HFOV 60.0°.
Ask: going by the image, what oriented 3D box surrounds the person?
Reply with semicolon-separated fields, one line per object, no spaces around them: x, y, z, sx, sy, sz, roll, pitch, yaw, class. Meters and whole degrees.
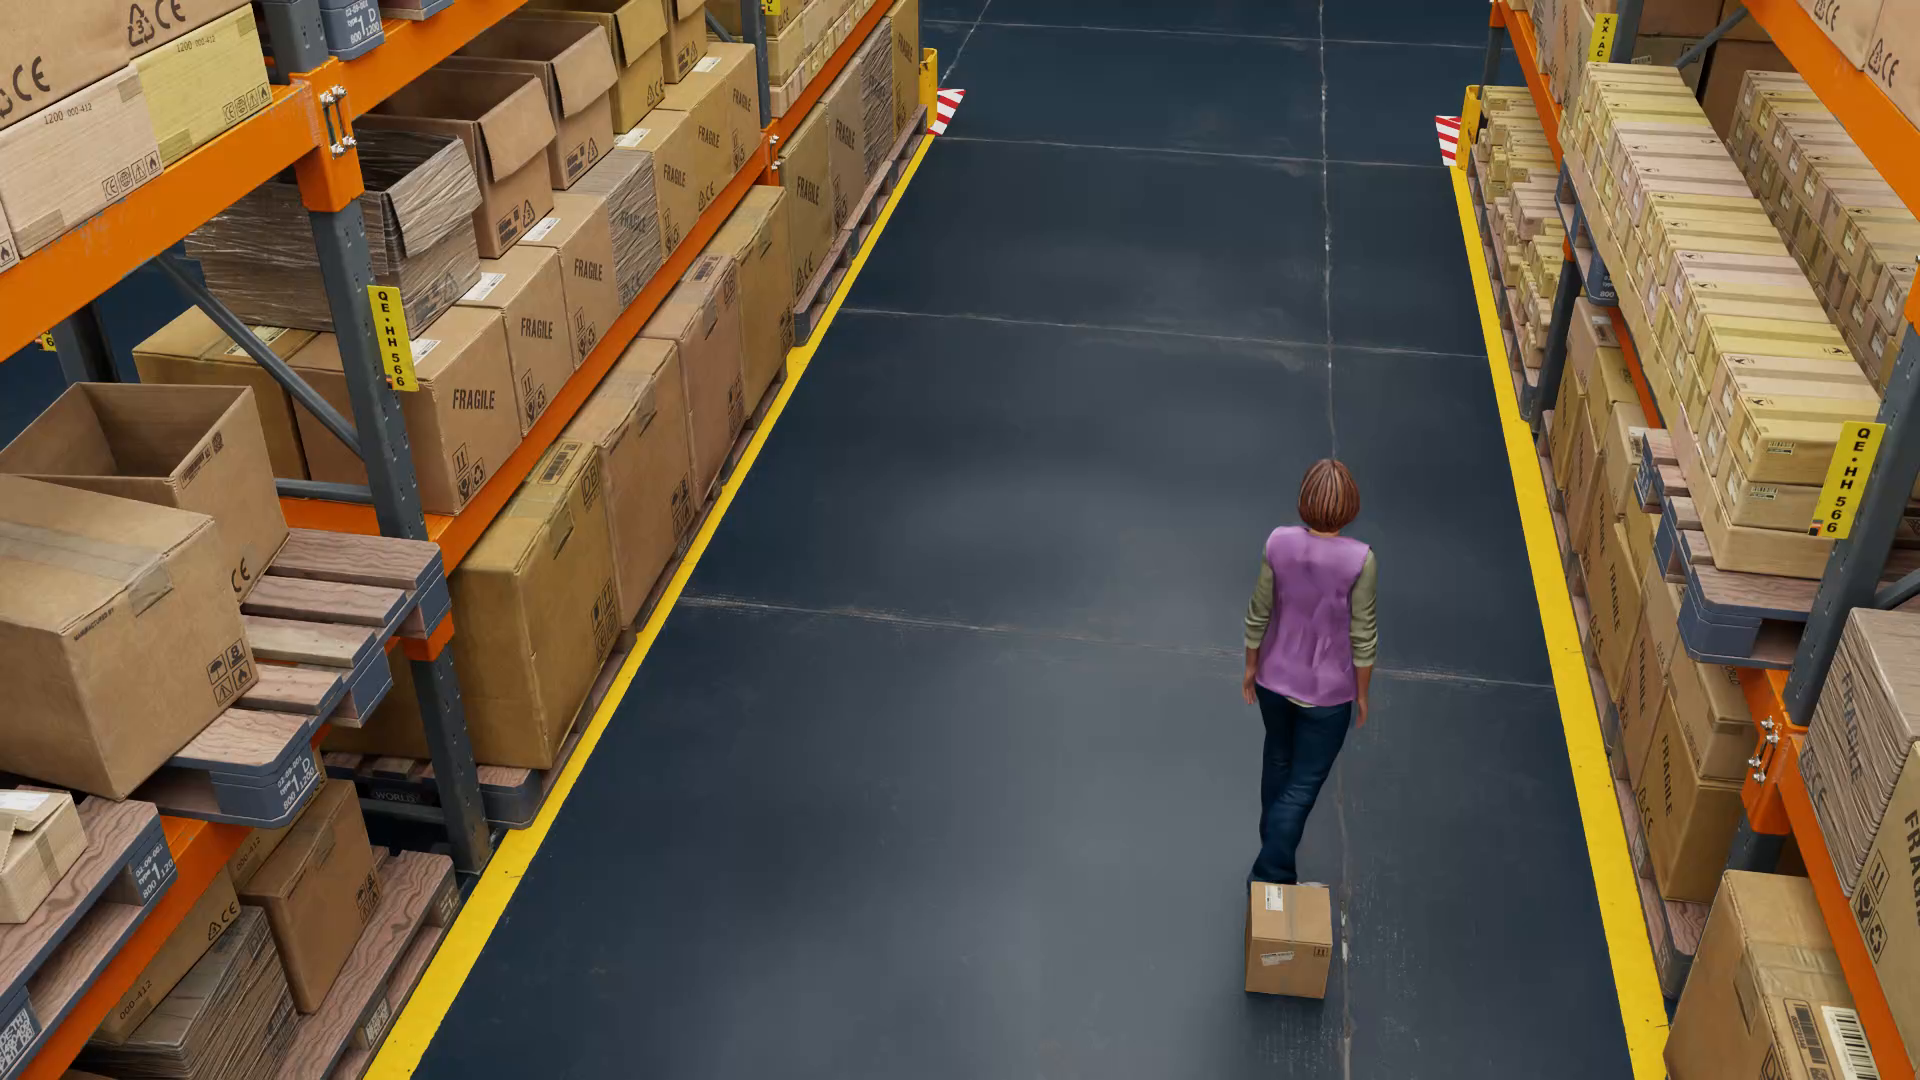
1.105;0.489;5.394;0.451;1.588;0.514;21;38;29;person
